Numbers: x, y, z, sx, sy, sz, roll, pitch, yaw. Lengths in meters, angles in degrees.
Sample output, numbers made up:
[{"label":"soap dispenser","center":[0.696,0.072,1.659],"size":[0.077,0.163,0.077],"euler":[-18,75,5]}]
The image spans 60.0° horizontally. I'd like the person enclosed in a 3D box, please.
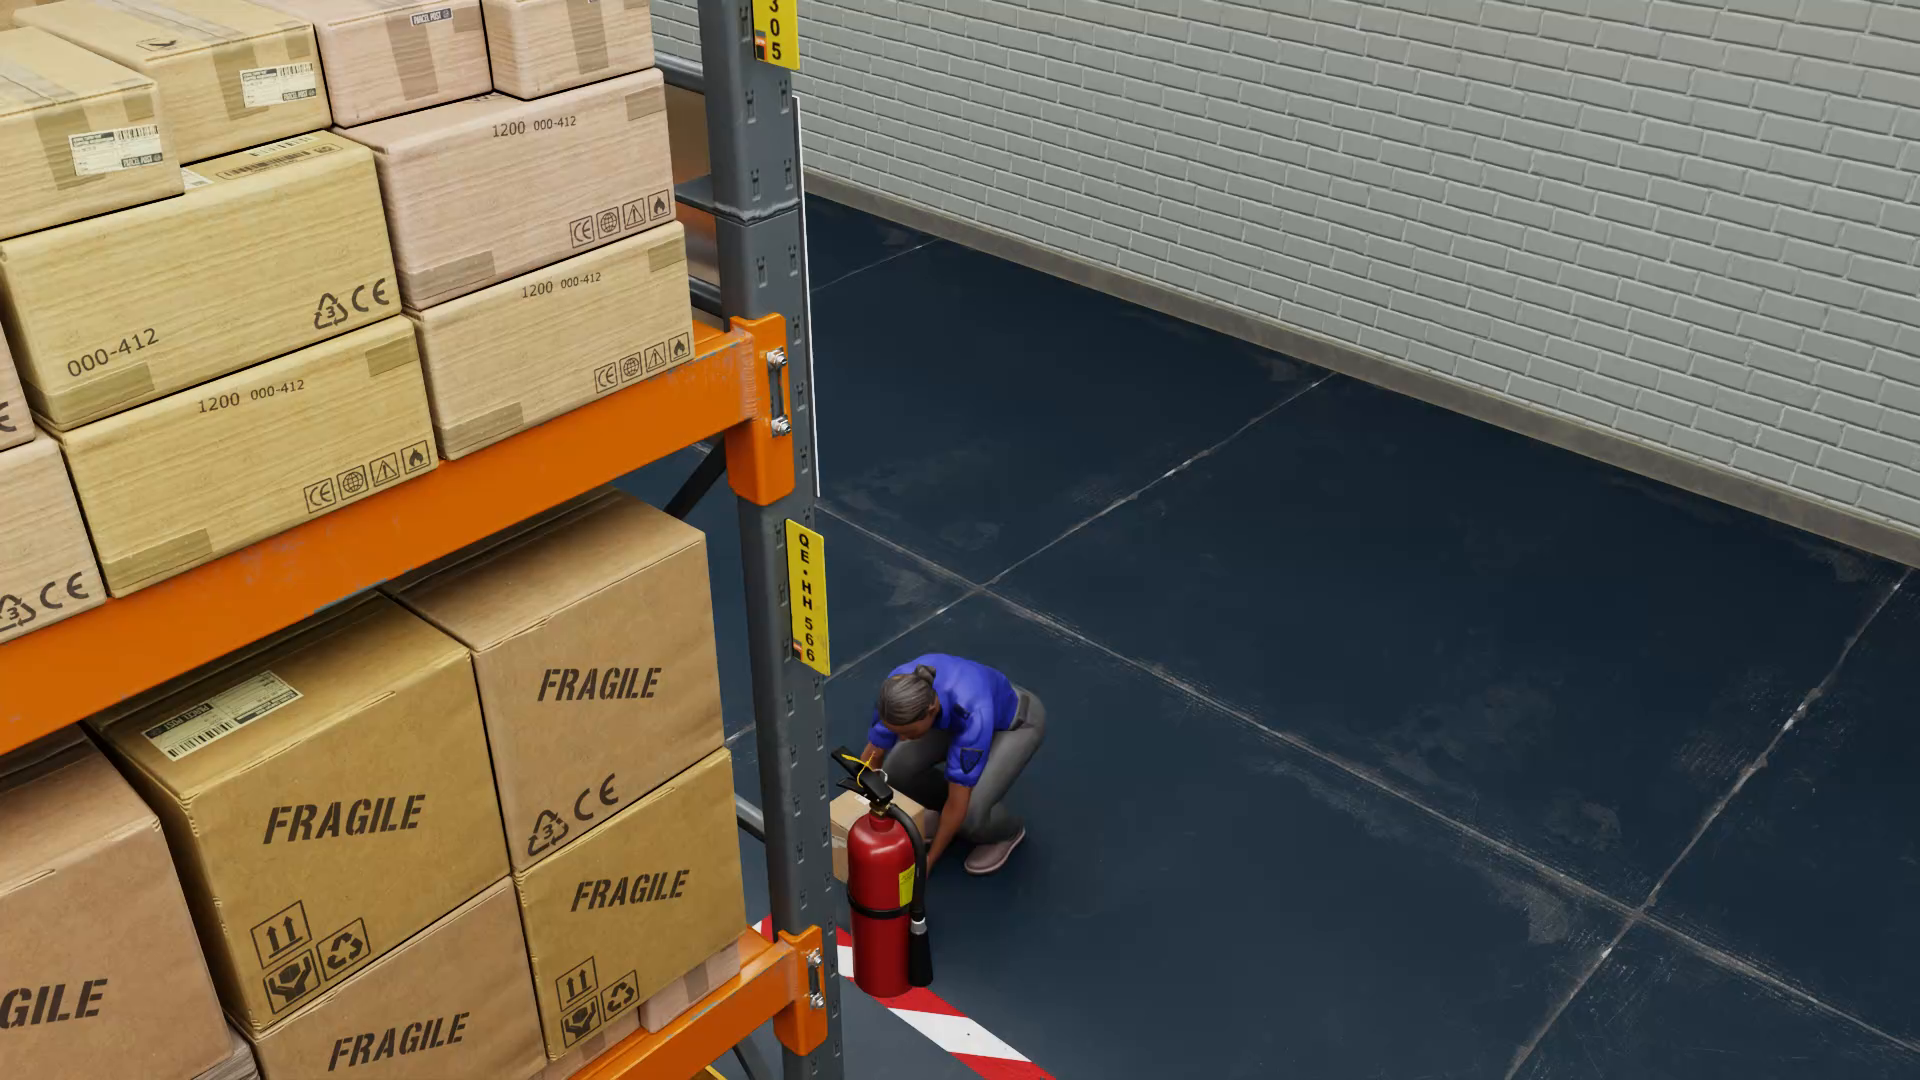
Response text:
[{"label":"person","center":[-0.032,0.723,5.637],"size":[0.485,0.958,0.809],"euler":[25,40,35]}]
